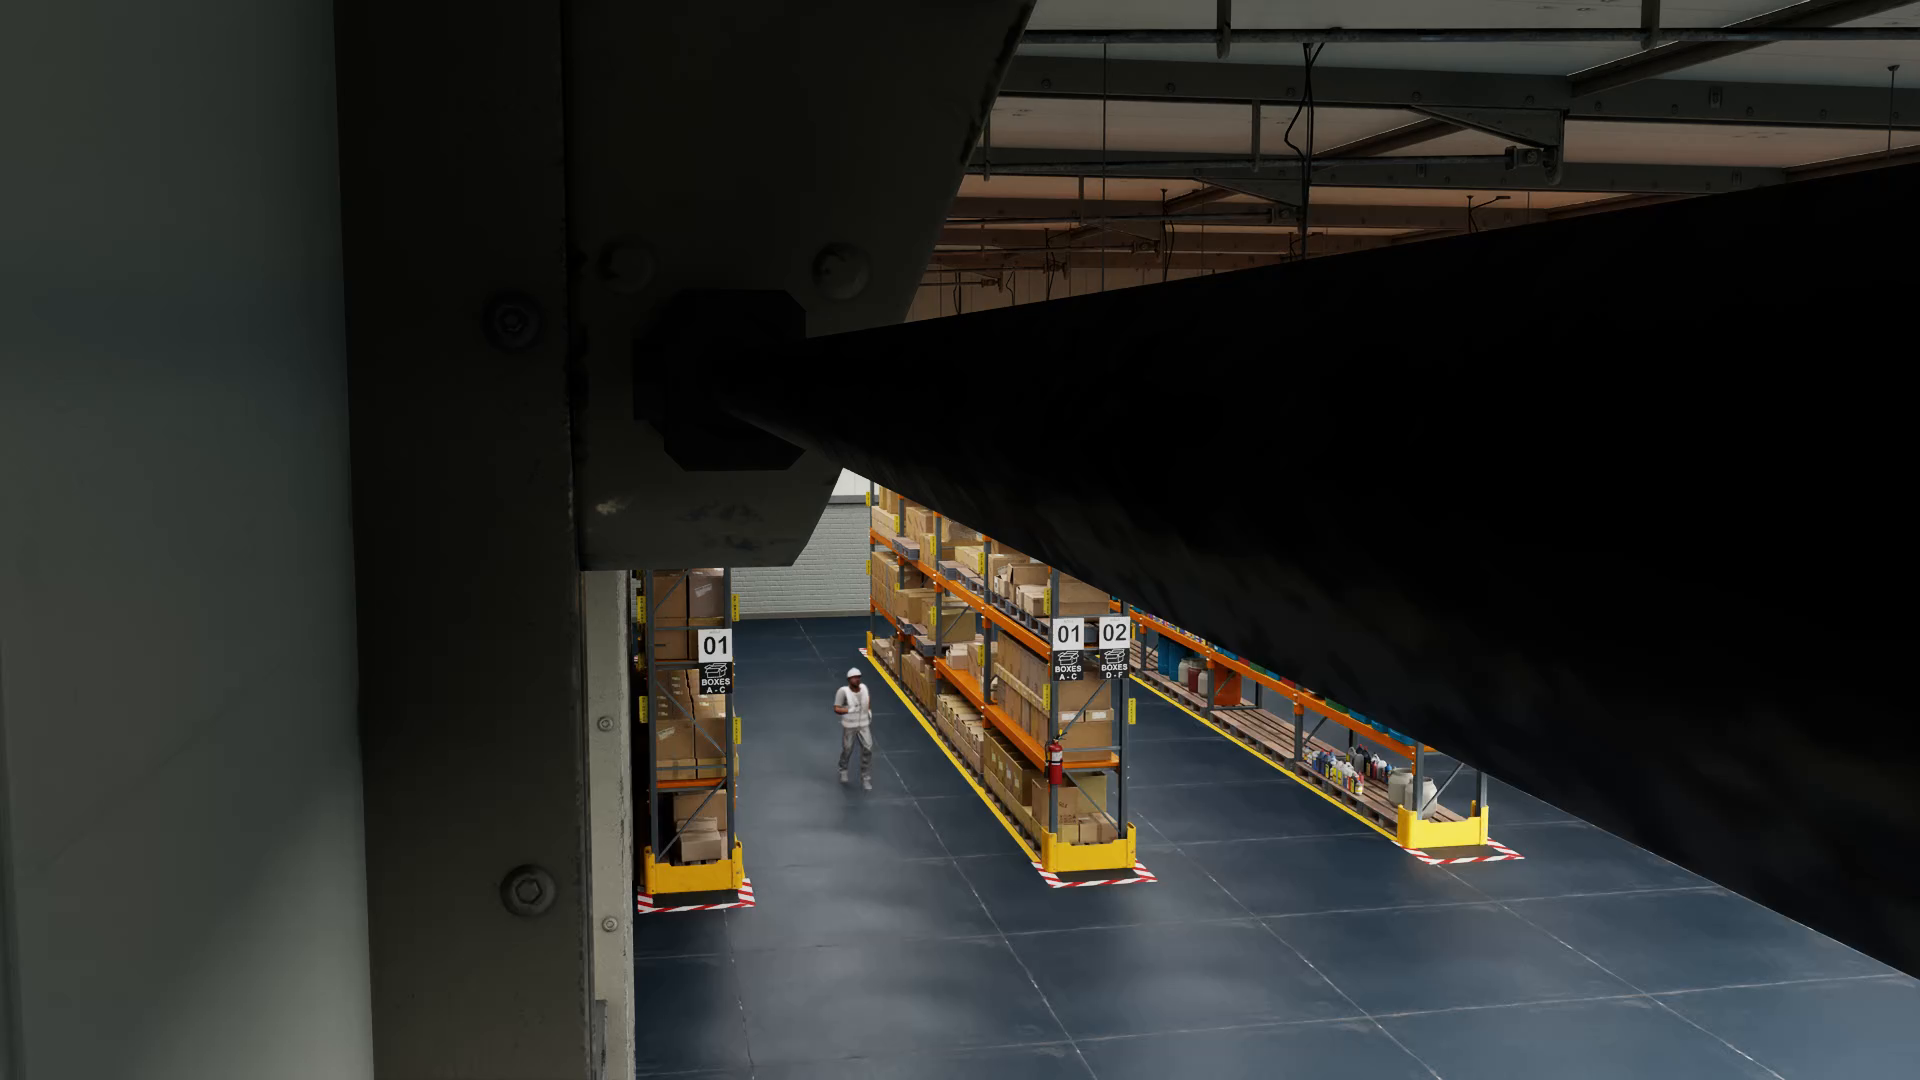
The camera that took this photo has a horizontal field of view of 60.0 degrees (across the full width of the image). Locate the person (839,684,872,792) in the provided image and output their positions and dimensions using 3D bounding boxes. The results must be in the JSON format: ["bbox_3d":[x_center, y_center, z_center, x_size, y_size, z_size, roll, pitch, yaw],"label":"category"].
[{"bbox_3d":[-1.546,2.963,25.022,0.574,1.586,0.795,-3,7,-27],"label":"person"}]
